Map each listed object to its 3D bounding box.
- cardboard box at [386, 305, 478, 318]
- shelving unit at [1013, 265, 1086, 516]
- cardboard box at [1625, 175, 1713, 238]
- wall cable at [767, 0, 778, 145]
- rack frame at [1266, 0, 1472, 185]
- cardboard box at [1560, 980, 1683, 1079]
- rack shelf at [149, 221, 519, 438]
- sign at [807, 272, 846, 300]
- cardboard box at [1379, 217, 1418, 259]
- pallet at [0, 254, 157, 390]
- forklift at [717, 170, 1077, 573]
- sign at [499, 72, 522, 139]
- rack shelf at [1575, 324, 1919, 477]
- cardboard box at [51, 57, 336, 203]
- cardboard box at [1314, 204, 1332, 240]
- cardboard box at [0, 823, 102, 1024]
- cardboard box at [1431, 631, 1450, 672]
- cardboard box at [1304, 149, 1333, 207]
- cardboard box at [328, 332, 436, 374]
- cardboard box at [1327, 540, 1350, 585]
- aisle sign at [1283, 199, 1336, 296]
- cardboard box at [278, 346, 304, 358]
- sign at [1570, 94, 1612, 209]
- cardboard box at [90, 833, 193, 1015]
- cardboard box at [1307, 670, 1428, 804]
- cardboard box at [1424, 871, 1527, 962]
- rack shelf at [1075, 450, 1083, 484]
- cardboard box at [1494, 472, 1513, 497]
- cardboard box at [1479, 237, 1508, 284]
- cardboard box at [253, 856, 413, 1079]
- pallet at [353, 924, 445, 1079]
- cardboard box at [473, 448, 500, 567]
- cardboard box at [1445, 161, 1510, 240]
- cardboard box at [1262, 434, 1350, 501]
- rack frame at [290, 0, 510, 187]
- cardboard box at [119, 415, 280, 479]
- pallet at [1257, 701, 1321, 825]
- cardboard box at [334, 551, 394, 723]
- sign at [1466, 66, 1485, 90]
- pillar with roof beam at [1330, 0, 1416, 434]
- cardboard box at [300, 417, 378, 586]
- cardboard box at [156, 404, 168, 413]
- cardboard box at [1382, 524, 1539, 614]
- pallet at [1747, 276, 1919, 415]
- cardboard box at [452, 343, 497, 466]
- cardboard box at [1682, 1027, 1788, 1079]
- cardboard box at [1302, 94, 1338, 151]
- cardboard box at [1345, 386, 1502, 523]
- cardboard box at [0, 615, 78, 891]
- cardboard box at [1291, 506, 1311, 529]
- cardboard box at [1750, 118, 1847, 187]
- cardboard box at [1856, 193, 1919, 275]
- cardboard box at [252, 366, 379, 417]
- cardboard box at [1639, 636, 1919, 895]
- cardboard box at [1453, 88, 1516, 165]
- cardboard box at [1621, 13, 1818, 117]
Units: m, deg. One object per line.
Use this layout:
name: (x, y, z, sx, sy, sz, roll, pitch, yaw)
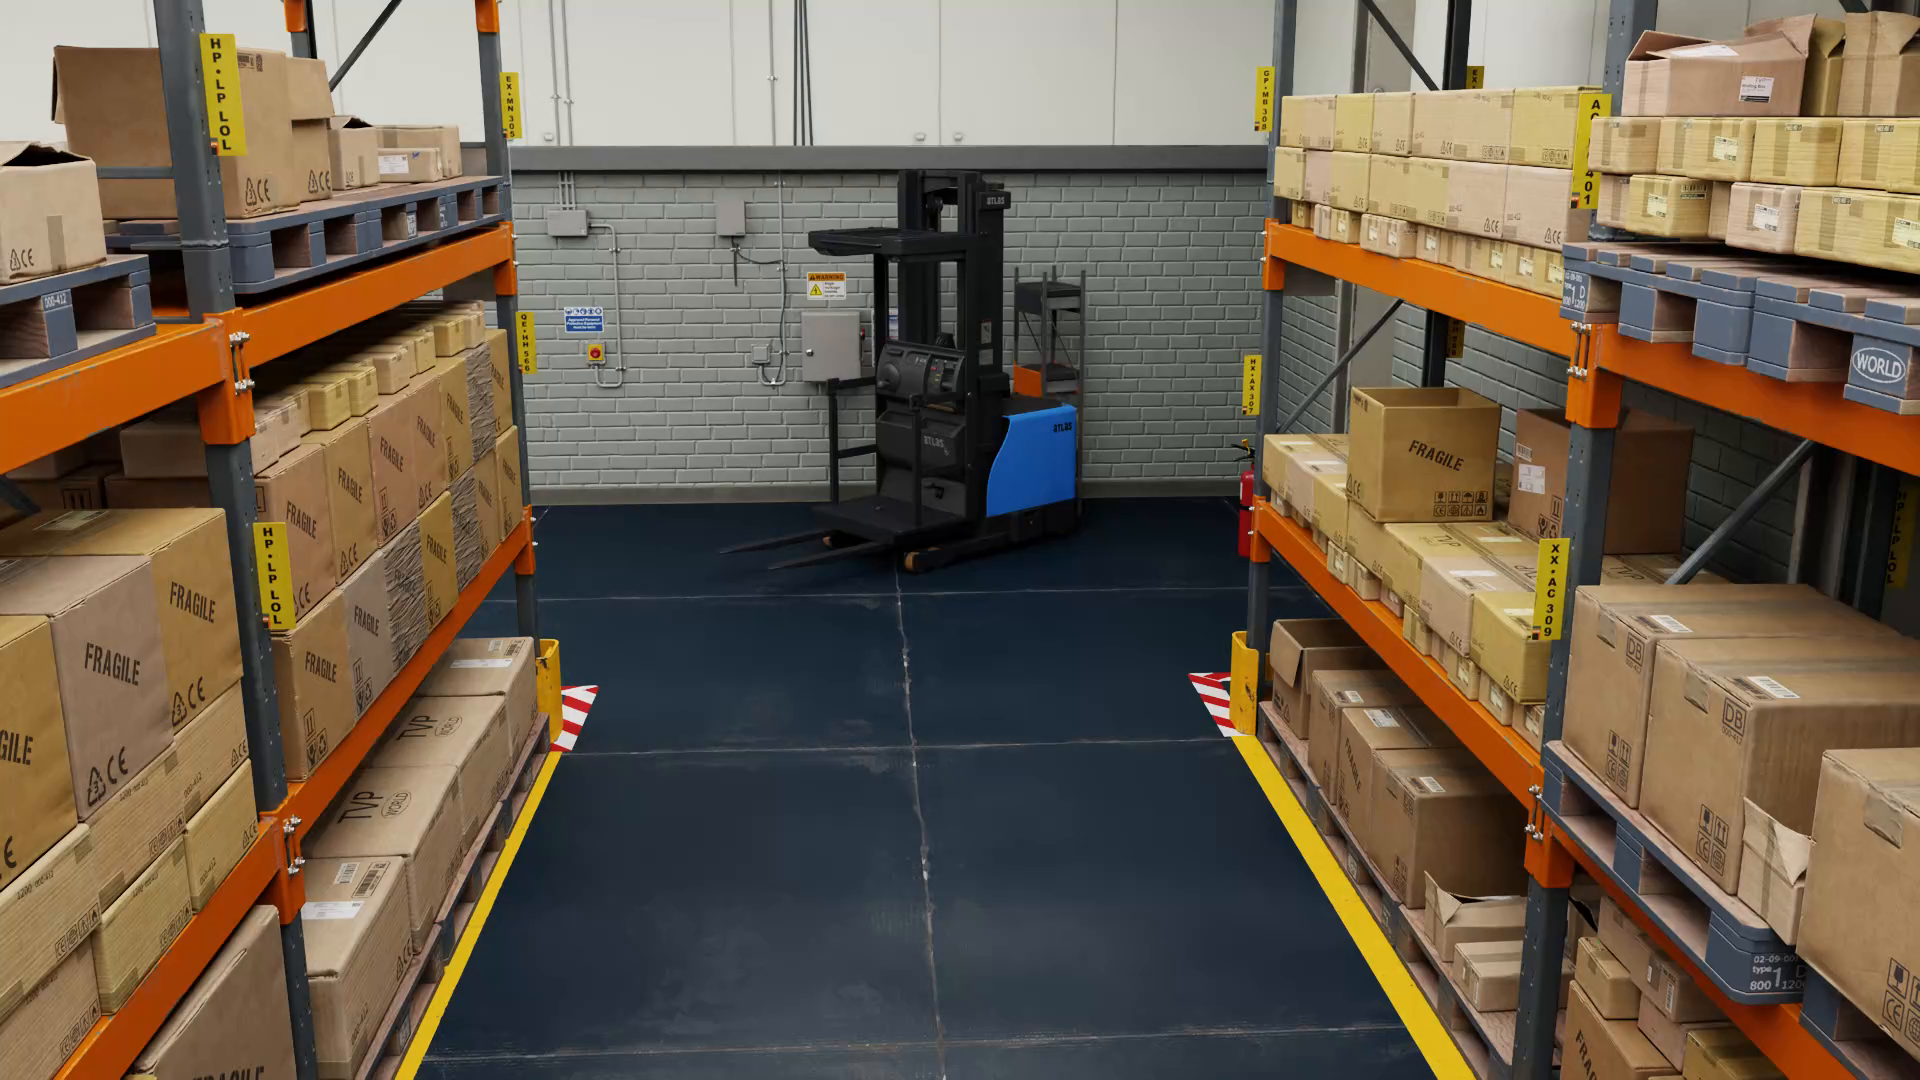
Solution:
cardboard box: (-2.560, -1.052, 8.086, 0.380, 0.149, 0.250, -1, 14, -2)
shelving unit: (0.753, -1.260, 14.209, 0.431, 2.100, 0.503, -7, 16, -26)
cardboard box: (1.983, -0.874, 4.346, 0.380, 0.149, 0.250, -1, 14, -3)
wall cable: (-2.705, -4.681, 13.659, 2.355, 3.000, 0.029, -1, 14, -3)
rack frame: (2.132, -3.337, 8.437, 1.000, 3.000, 0.127, -1, 14, -3)
cardboard box: (2.185, 1.694, 5.096, 0.500, 0.500, 0.500, 0, 14, -1)
rack shelf: (-2.698, -0.961, 6.665, 1.077, 0.370, 4.000, -1, 14, -3)
sign: (-1.157, -2.203, 14.411, 0.339, 0.242, 0.001, -1, 14, -3)
cardboard box: (1.938, -1.235, 6.791, 0.380, 0.149, 0.250, -1, 14, -2)
pallet: (-2.468, -0.492, 3.783, 0.805, 0.209, 1.217, -1, 15, -6)
forklift: (-0.463, -1.313, 12.747, 3.031, 2.935, 1.130, -13, 19, -41)
sign: (-2.279, -2.202, 8.428, 0.100, 0.325, 0.005, -1, 14, -3)
rack shelf: (2.504, -0.044, 3.100, 1.077, 0.370, 4.000, -1, 14, -3)
cardboard box: (-2.690, -1.449, 5.867, 0.797, 0.503, 0.637, 0, 14, 1)
cardboard box: (1.874, -1.487, 7.772, 0.380, 0.149, 0.250, -1, 14, -2)
cardboard box: (-2.228, 0.830, 3.578, 0.500, 0.250, 0.500, -1, 14, -2)
cardboard box: (2.041, 0.415, 6.397, 0.380, 0.149, 0.250, -1, 14, -2)
cardboard box: (1.939, -1.715, 7.857, 0.500, 0.250, 0.500, -1, 14, -2)
cardboard box: (-2.466, -0.798, 7.100, 0.380, 0.149, 0.250, -1, 14, -2)
cardboard box: (1.909, 0.097, 7.633, 0.380, 0.149, 0.250, -1, 14, -5)
aisle sign: (1.835, -1.703, 8.909, 0.394, 0.787, 0.004, -1, 14, -3)
cardboard box: (-3.010, -0.785, 7.050, 0.380, 0.149, 0.250, -1, 14, -3)
sign: (1.839, -1.130, 4.840, 0.100, 0.325, 0.005, -1, 14, -3)
cardboard box: (-2.264, 0.948, 4.124, 0.500, 0.250, 0.500, -1, 14, -4)
cardboard box: (2.090, 0.942, 8.018, 0.700, 0.500, 0.500, 0, 14, -1)
cardboard box: (2.030, 1.461, 6.472, 0.396, 0.266, 0.258, 0, 14, -1)
rack shelf: (0.754, -0.569, 14.387, 0.431, 0.518, 0.480, -7, 16, -26)
cardboard box: (2.482, -0.141, 7.760, 0.500, 0.250, 0.500, 0, 14, -2)
cardboard box: (2.043, -0.981, 5.802, 0.380, 0.149, 0.250, 0, 14, -2)
cardboard box: (-2.506, 1.520, 5.897, 0.875, 0.438, 0.875, -1, 14, -4)
pallet: (-2.543, 1.801, 6.103, 1.003, 0.211, 1.213, -1, 14, -3)
cardboard box: (-2.512, -0.162, 7.934, 0.500, 0.500, 0.500, -1, 14, -5)
cardboard box: (2.057, -1.206, 5.879, 0.500, 0.250, 0.500, -1, 14, -5)
cardboard box: (1.891, -0.386, 8.711, 0.500, 0.250, 0.500, -1, 14, -3)
rack frame: (-2.822, -3.259, 8.135, 1.000, 3.000, 0.127, -1, 14, -3)
cardboard box: (-2.335, -0.289, 5.119, 0.380, 0.149, 0.250, -1, 14, -4)
pallet: (2.187, 1.136, 8.688, 1.003, 0.211, 1.213, -1, 14, -3)
cardboard box: (-2.369, 0.346, 5.960, 0.500, 0.500, 0.500, -1, 14, -3)
sign: (2.687, -2.317, 8.714, 0.100, 0.325, 0.005, -1, 14, -3)
pillar with roof beam: (-1.432, -3.955, 10.839, 9.100, 9.000, 0.400, -1, 14, -3)
cardboard box: (-2.387, -0.140, 5.843, 0.500, 0.500, 0.500, -1, 14, -4)
cardboard box: (-2.824, -0.407, 5.580, 0.380, 0.149, 0.250, -1, 14, -3)
cardboard box: (2.041, 0.120, 6.743, 0.500, 0.250, 0.500, -1, 14, -4)
pallet: (2.418, -0.377, 3.331, 1.213, 0.211, 1.003, -1, 14, -3)
cardboard box: (-2.493, -0.641, 7.791, 0.500, 0.500, 0.500, -1, 14, -3)
cardboard box: (2.258, 1.481, 4.623, 0.380, 0.149, 0.250, -2, 15, -6)
cardboard box: (1.922, -1.957, 7.793, 0.500, 0.250, 0.500, -1, 14, -4)
cardboard box: (1.985, -0.376, 7.168, 0.500, 0.500, 0.500, -1, 14, -2)
cardboard box: (-2.244, 0.470, 3.472, 0.500, 0.500, 0.500, 0, 14, -2)
cardboard box: (1.941, -0.161, 8.638, 0.380, 0.149, 0.250, -1, 14, -2)
cardboard box: (2.064, -0.890, 3.810, 0.380, 0.149, 0.250, -1, 14, -4)
cardboard box: (2.074, -0.622, 3.365, 0.380, 0.149, 0.250, -1, 14, -2)
cardboard box: (-2.366, -0.544, 6.113, 0.380, 0.149, 0.250, -1, 14, -5)
cardboard box: (2.219, 0.564, 4.271, 0.700, 0.500, 0.500, -1, 14, -3)
cardboard box: (2.068, -1.451, 5.827, 0.500, 0.250, 0.500, -1, 14, -4)
cardboard box: (2.050, -1.284, 4.510, 0.396, 0.266, 0.258, -1, 14, -4)
